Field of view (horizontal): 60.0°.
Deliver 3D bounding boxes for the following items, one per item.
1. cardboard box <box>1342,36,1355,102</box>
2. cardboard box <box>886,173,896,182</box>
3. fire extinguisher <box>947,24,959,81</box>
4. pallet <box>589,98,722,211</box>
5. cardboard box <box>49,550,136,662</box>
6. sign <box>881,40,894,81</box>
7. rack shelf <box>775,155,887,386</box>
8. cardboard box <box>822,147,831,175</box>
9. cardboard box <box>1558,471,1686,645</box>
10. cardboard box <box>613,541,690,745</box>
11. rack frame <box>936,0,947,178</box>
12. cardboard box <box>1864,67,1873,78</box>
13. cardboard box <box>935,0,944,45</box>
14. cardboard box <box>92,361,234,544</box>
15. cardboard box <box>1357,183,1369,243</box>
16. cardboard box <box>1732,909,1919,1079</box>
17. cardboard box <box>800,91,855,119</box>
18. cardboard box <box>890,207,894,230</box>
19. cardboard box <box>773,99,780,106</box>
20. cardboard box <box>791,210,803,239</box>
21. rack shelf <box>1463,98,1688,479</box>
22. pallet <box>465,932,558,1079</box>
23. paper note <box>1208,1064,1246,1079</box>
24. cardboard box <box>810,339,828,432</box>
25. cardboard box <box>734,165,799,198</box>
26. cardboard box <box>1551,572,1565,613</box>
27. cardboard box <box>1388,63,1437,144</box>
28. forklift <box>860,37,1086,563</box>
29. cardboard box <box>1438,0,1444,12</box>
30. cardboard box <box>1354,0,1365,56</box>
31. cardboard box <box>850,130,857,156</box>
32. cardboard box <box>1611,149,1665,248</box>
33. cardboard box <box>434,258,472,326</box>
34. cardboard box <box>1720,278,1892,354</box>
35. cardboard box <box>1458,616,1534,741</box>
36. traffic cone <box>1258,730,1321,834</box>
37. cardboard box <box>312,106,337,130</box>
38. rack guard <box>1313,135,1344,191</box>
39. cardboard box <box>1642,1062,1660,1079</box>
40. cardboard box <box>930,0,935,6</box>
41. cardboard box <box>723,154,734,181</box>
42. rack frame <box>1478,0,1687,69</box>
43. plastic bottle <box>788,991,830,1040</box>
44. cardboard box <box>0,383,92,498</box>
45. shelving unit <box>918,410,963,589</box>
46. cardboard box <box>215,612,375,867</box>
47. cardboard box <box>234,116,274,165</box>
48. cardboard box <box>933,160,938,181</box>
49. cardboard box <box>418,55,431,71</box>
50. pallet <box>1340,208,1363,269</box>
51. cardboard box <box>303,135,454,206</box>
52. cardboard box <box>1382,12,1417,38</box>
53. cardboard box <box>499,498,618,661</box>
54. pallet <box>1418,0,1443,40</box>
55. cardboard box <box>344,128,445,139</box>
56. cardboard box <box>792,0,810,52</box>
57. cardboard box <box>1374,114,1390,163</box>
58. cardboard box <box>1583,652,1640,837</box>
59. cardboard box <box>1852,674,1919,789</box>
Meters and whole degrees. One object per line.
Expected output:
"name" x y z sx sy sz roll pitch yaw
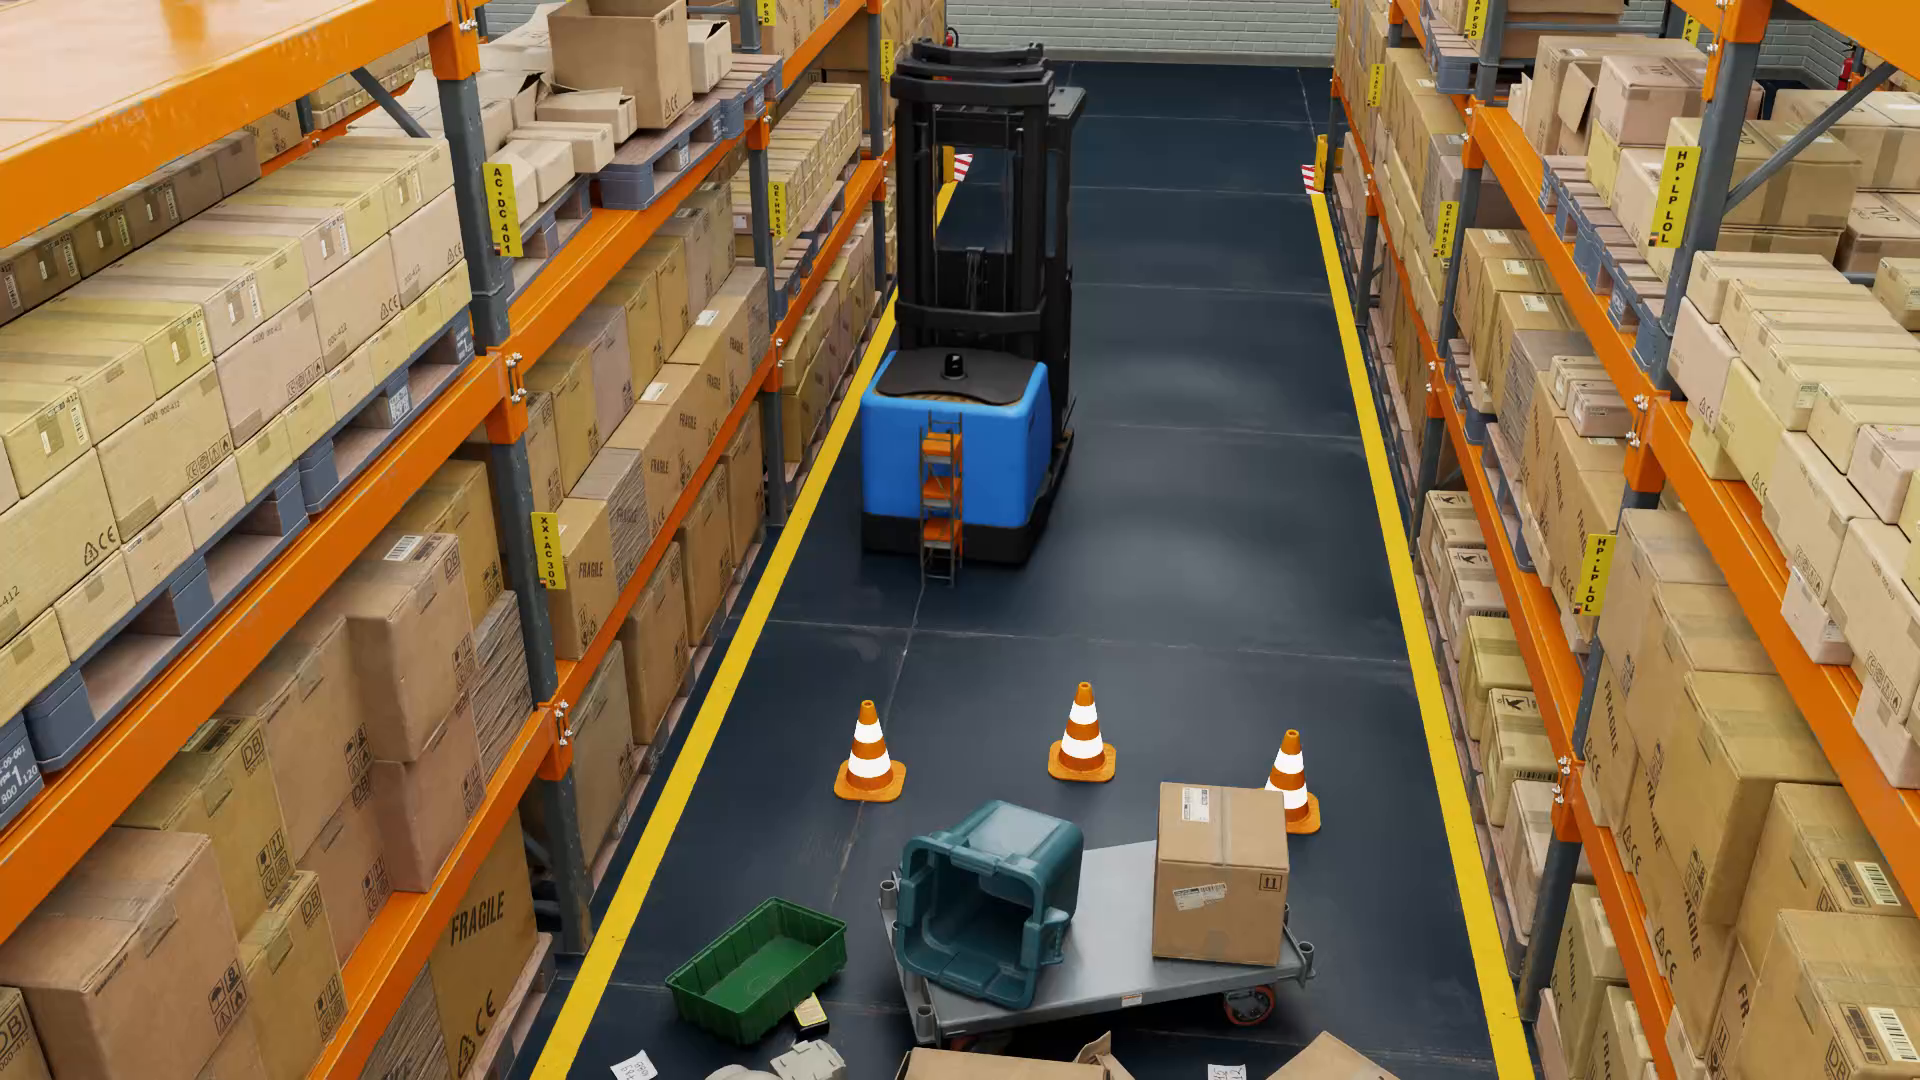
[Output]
"cardboard box" 3.826 -4.338 15.327 0.500 0.500 0.500 3 28 6
"cardboard box" -0.735 -3.301 15.443 0.380 0.149 0.250 2 28 4
"fire extinguisher" -0.152 -5.115 17.349 0.296 0.674 0.183 3 28 6
"pallet" -1.781 -1.861 7.870 1.003 0.211 1.213 5 29 9
"cardboard box" -2.086 0.134 3.685 0.380 0.149 0.250 3 28 6
"sign" -0.579 -3.818 13.246 0.100 0.325 0.005 3 28 6
"rack shelf" -1.376 -2.081 12.000 1.077 0.370 4.000 3 28 6
"cardboard box" -1.141 -2.725 11.946 0.380 0.149 0.250 3 29 6
"cardboard box" 2.643 0.076 6.376 0.500 0.500 0.500 3 28 5
"cardboard box" -2.002 0.481 8.416 1.050 0.750 0.750 3 28 6
"rack frame" -0.640 -5.222 17.072 1.000 3.000 0.127 3 28 6
"cardboard box" 8.899 -4.446 15.896 0.380 0.149 0.250 3 28 6
"cardboard box" -0.440 -5.170 16.558 0.500 0.500 0.500 4 29 7
"cardboard box" -2.103 -0.230 3.940 0.500 0.250 0.500 3 28 6
"cardboard box" 4.087 -2.867 14.959 0.875 0.438 0.875 3 28 5
"cardboard box" 2.200 1.198 3.683 0.700 0.500 0.500 3 28 6
"cardboard box" -1.018 -3.348 12.789 0.380 0.149 0.250 3 28 5
"cardboard box" -0.797 -2.920 15.049 0.380 0.149 0.250 2 28 4
"cardboard box" -1.635 -3.516 13.102 0.380 0.149 0.250 5 29 9
"cardboard box" -1.268 -2.110 11.118 0.380 0.149 0.250 5 29 9
"rack shelf" 3.059 -1.278 7.348 1.077 0.370 4.000 3 28 6
"pallet" -2.282 2.008 6.593 1.003 0.211 1.213 3 28 6
"paper note" 1.056 2.124 6.567 0.148 0.019 0.142 3 28 6
"cardboard box" -1.223 -1.096 11.606 0.500 0.500 0.500 4 29 7
"cardboard box" -1.274 -2.365 10.964 0.380 0.149 0.250 2 28 4
"cardboard box" 2.653 0.211 6.810 0.380 0.149 0.250 3 28 5
"cardboard box" 3.420 -3.152 12.070 0.500 0.500 0.500 3 28 6
"forklift" 0.190 -1.831 10.851 1.130 2.935 3.031 6 29 10
"cardboard box" 3.126 -3.331 10.099 0.396 0.266 0.258 3 28 5
"cardboard box" 3.771 -4.535 14.638 0.500 0.500 0.500 3 29 6
"cardboard box" -1.014 -3.092 12.942 0.380 0.149 0.250 4 29 6
"cardboard box" 2.809 -1.294 6.334 0.500 0.250 0.500 4 29 7
"cardboard box" -1.838 -0.822 5.459 0.380 0.149 0.250 3 28 6
"cardboard box" 2.449 -0.641 4.830 0.380 0.149 0.250 4 29 8
"cardboard box" 3.044 0.726 8.360 0.950 0.372 0.625 4 29 8
"traffic cone" 1.577 1.119 7.978 0.336 0.463 0.334 3 28 6
"cardboard box" -5.674 -3.684 14.483 0.380 0.149 0.250 3 29 6
"rack guard" 4.288 -3.893 17.240 1.175 0.500 0.348 3 28 6
"cardboard box" 2.308 1.763 5.089 0.380 0.149 0.250 5 29 9
"cardboard box" -0.512 -5.369 15.871 0.500 0.500 0.500 2 28 4
"cardboard box" -1.825 -2.649 11.805 0.380 0.149 0.250 3 28 5
"rack frame" 3.304 -3.857 8.214 1.000 3.000 0.127 3 28 6
"plastic bottle" -0.647 1.938 6.880 0.133 0.061 0.283 -11 30 -20
"cardboard box" -2.087 -0.217 3.496 0.380 0.149 0.250 3 28 6
"shelving unit" -0.111 -0.234 9.870 0.215 1.050 0.252 6 29 10
"cardboard box" -2.345 0.569 5.027 0.875 0.550 0.550 3 28 6
"cardboard box" -5.894 -3.250 13.307 0.500 0.500 0.500 4 29 8
"cardboard box" -0.429 -3.765 16.931 0.380 0.149 0.250 4 29 8
"cardboard box" -5.422 -4.657 16.289 0.380 0.149 0.250 3 29 6
"pallet" 4.112 -2.801 15.518 1.003 0.211 1.213 3 28 6
"cardboard box" -1.839 -1.172 5.269 0.380 0.149 0.250 3 28 6
"cardboard box" 3.516 -4.032 13.020 0.380 0.149 0.250 3 28 5
"cardboard box" -1.779 0.151 6.994 0.500 0.500 0.500 4 29 7
"pallet" 3.465 -3.286 10.516 1.003 0.211 1.213 5 29 9
"cardboard box" -2.183 -1.399 6.423 0.500 0.250 0.500 4 29 7
"cardboard box" -1.232 -3.310 10.255 0.500 0.500 0.500 3 28 6
"cardboard box" 3.461 -3.062 12.695 0.500 0.250 0.500 3 28 5
"cardboard box" 2.484 0.683 5.693 0.500 0.500 0.500 3 28 6
"cardboard box" 2.234 0.430 3.684 0.380 0.149 0.250 3 28 6
